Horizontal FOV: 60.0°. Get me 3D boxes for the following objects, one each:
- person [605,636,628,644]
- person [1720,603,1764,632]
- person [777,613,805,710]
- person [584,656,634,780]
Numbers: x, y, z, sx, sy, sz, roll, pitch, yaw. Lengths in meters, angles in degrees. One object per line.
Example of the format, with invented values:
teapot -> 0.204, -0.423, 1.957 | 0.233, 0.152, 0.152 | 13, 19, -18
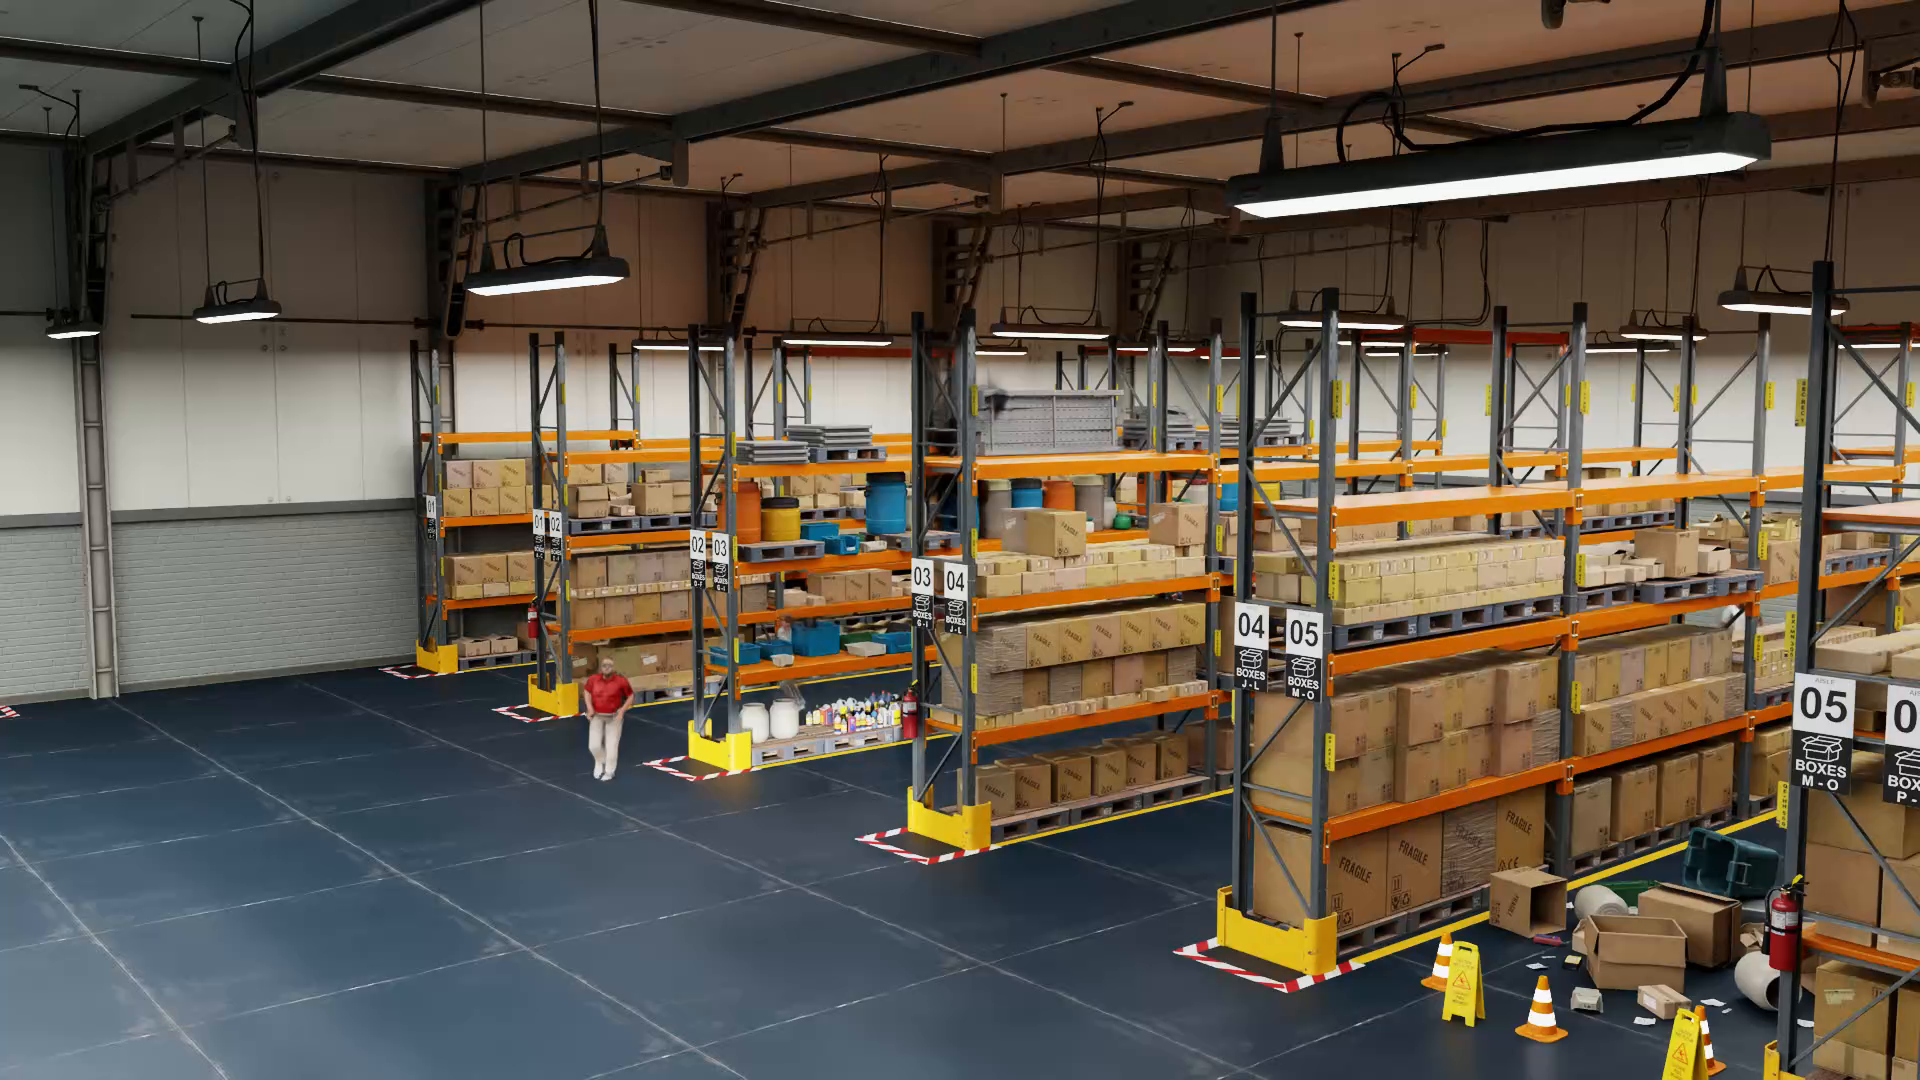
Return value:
person -> -5.908, 1.578, 29.085 | 0.677, 1.836, 0.908 | 5, 7, 44
person -> 13.268, 1.710, 28.142 | 0.721, 1.754, 0.659 | 0, 5, 4
person -> -2.653, 1.926, 25.667 | 0.525, 1.607, 0.678 | 5, 7, 41
person -> -4.594, 2.337, 21.713 | 0.670, 1.663, 0.653 | 0, 5, -3
